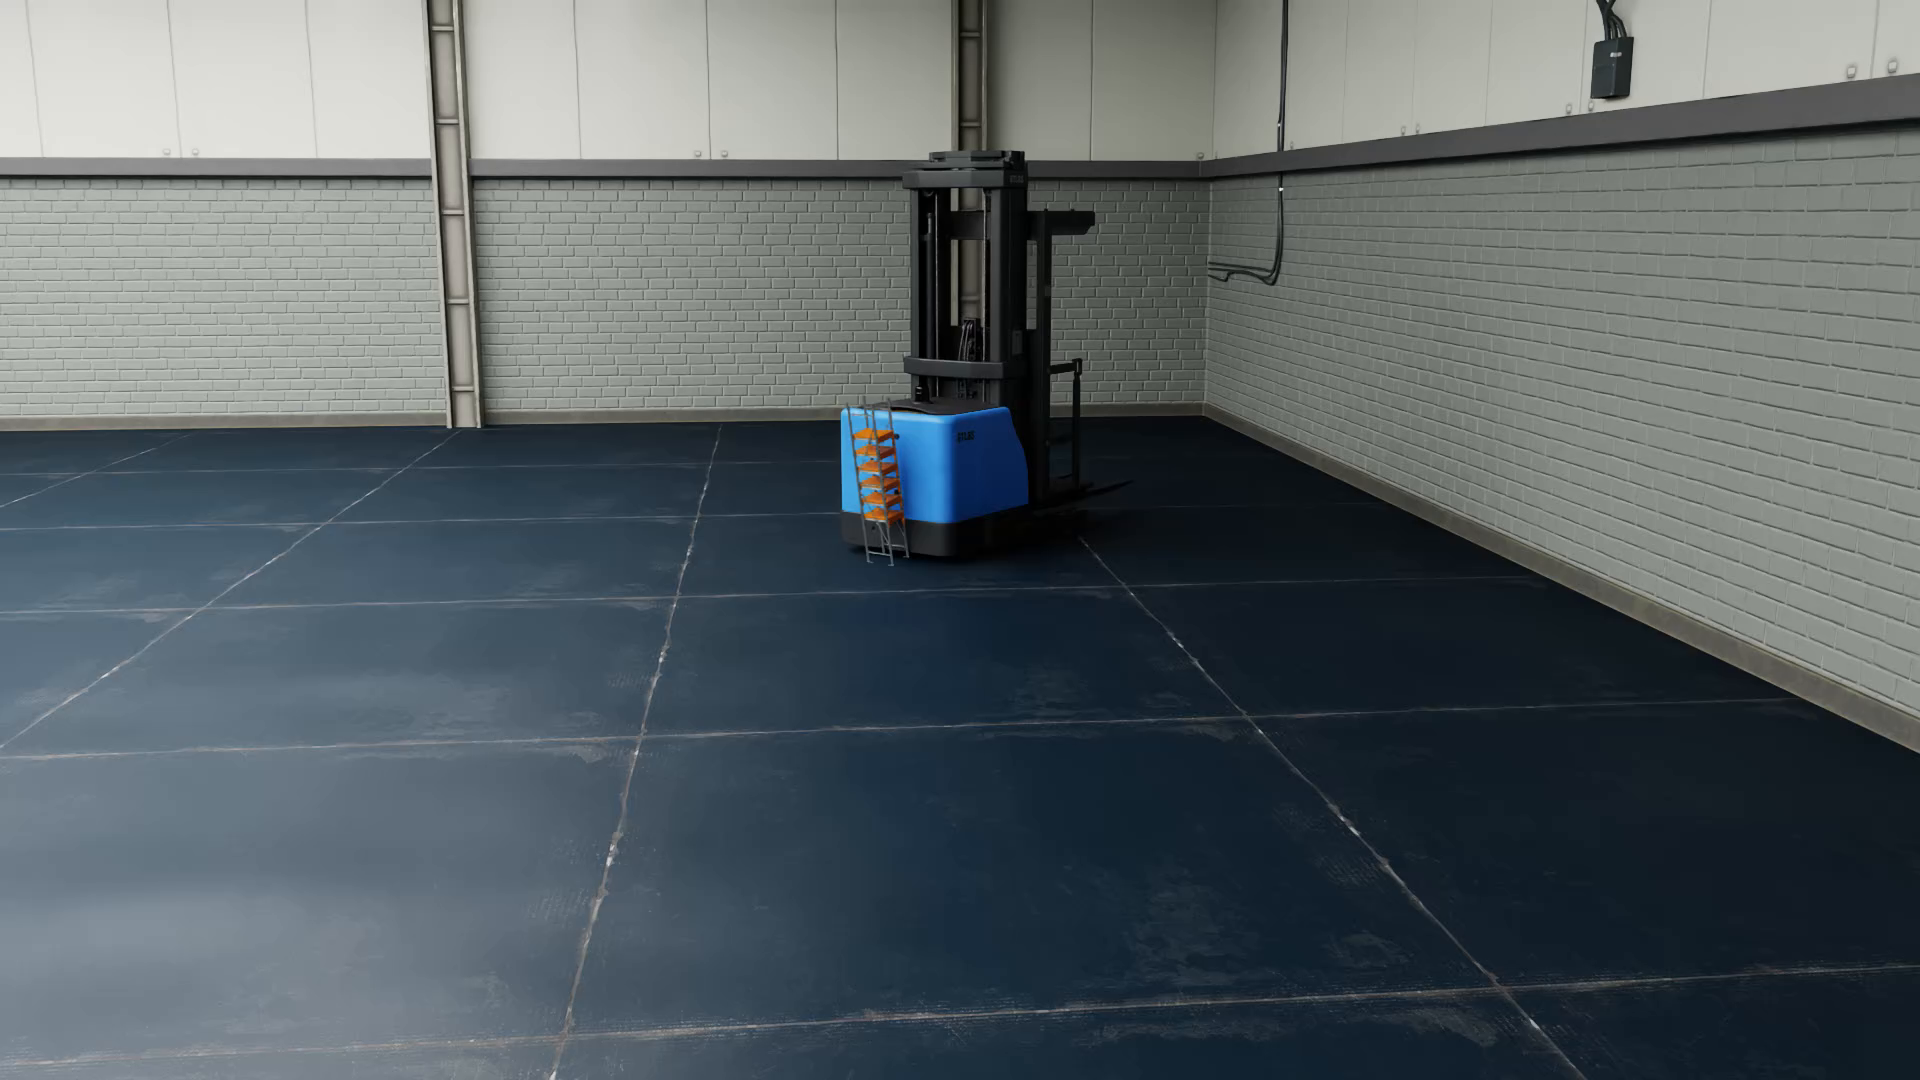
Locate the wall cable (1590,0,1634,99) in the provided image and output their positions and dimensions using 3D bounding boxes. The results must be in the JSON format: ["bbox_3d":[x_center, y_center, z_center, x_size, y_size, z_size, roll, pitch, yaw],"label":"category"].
[{"bbox_3d":[4.189,-5.546,8.934,0.169,6.003,2.305,-1,11,-6],"label":"wall cable"}]

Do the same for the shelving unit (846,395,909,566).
[{"bbox_3d":[-0.582,-0.418,11.841,0.258,1.200,0.189,8,24,35],"label":"shelving unit"}]

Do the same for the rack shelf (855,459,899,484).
[{"bbox_3d":[-0.590,-0.488,11.815,0.258,0.103,0.180,8,24,35],"label":"rack shelf"}]

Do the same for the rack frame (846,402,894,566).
[{"bbox_3d":[-0.635,-0.387,11.772,0.240,1.200,0.006,8,24,35],"label":"rack frame"}]

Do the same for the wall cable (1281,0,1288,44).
[{"bbox_3d":[3.472,-6.134,15.698,0.112,2.526,3.097,-1,11,-6],"label":"wall cable"}]

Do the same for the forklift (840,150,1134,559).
[{"bbox_3d":[0.363,-1.538,13.091,1.130,2.935,3.031,8,14,34],"label":"forklift"}]

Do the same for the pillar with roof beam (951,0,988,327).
[{"bbox_3d":[0.573,-5.065,15.303,0.400,9.000,9.100,-1,11,-6],"label":"pillar with roof beam"}]

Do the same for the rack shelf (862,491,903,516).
[{"bbox_3d":[-0.565,-0.264,11.895,0.258,0.103,0.180,8,24,35],"label":"rack shelf"}]

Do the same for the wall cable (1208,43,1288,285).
[{"bbox_3d":[3.180,-4.175,18.824,0.112,2.526,3.097,-1,11,-6],"label":"wall cable"}]

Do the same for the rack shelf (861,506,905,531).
[{"bbox_3d":[-0.552,-0.151,11.936,0.258,0.103,0.180,8,24,35],"label":"rack shelf"}]

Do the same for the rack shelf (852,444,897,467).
[{"bbox_3d":[-0.603,-0.601,11.775,0.258,0.103,0.180,8,24,35],"label":"rack shelf"}]

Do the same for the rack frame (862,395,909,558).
[{"bbox_3d":[-0.529,-0.448,11.909,0.240,1.200,0.006,8,24,35],"label":"rack frame"}]

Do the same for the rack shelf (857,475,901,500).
[{"bbox_3d":[-0.577,-0.376,11.855,0.258,0.103,0.180,8,24,35],"label":"rack shelf"}]

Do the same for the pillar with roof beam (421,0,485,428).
[{"bbox_3d":[-5.392,-4.940,14.667,0.400,9.000,9.100,-1,11,-6],"label":"pillar with roof beam"}]

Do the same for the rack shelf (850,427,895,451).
[{"bbox_3d":[-0.616,-0.713,11.735,0.258,0.103,0.180,8,24,35],"label":"rack shelf"}]
